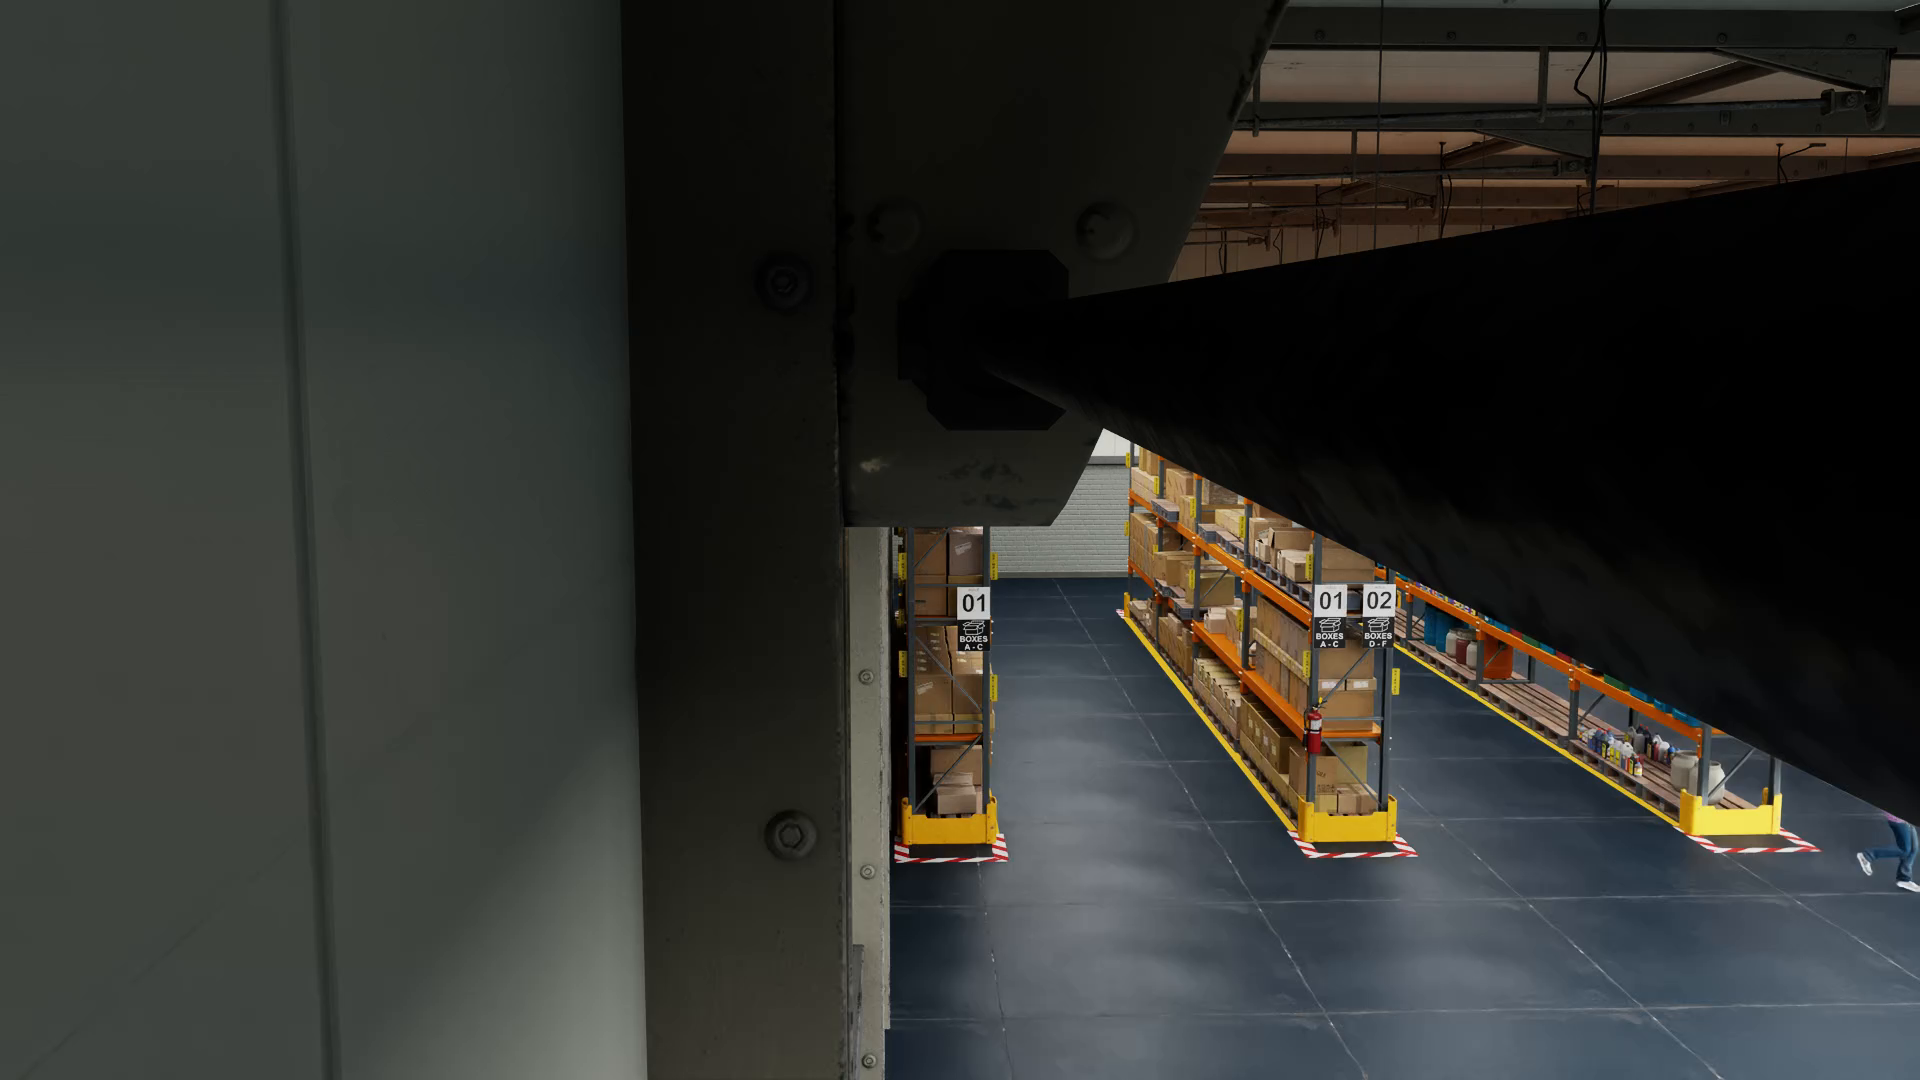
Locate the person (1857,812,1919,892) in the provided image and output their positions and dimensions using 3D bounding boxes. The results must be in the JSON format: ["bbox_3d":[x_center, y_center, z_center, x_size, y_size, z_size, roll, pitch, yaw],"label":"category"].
[{"bbox_3d":[10.596,3.164,18.844,0.679,1.585,0.542,5,9,34],"label":"person"}]
